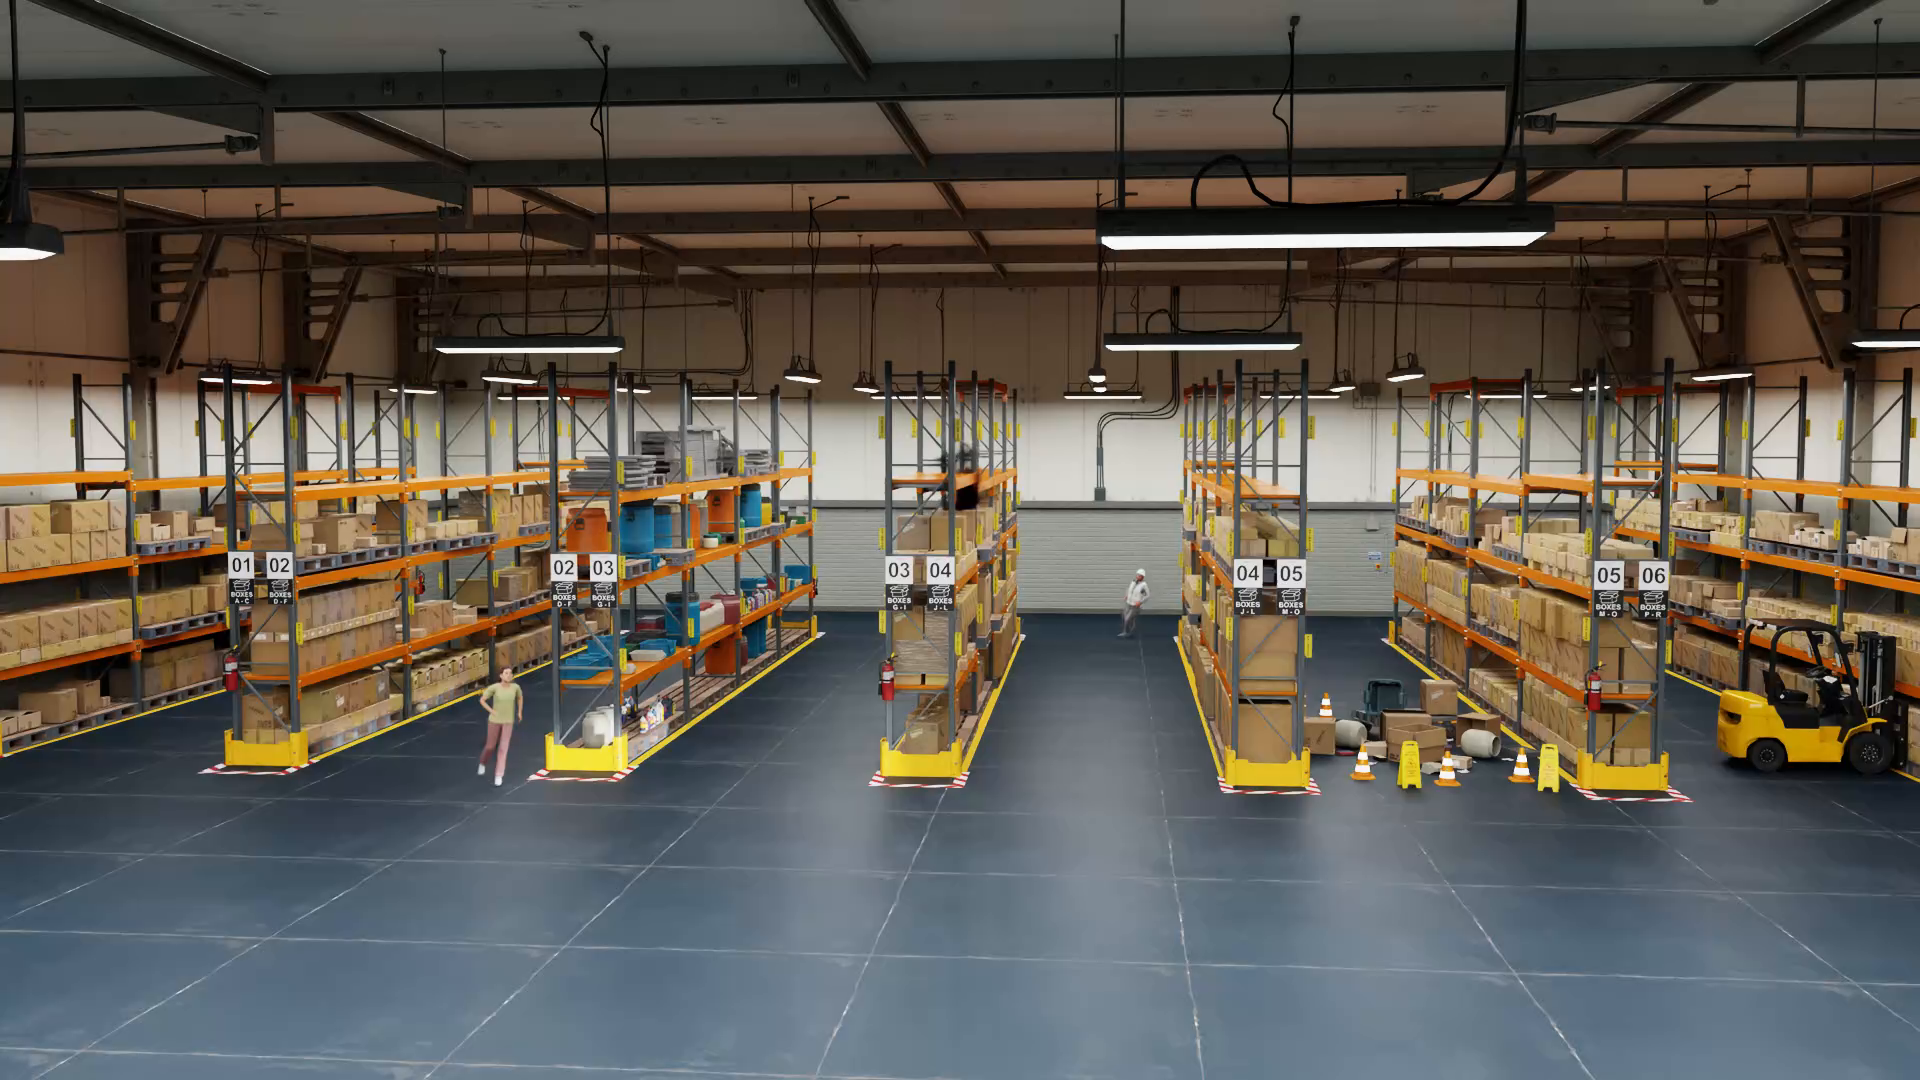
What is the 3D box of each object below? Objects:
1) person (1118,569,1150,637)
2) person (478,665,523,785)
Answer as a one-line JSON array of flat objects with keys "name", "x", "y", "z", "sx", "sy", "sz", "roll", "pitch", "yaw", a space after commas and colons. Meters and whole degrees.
[{"name": "person", "x": 4.270, "y": 1.527, "z": 40.214, "sx": 0.801, "sy": 1.670, "sz": 0.666, "roll": 3, "pitch": 5, "yaw": 37}, {"name": "person", "x": -6.520, "y": 2.605, "z": 23.734, "sx": 0.637, "sy": 1.634, "sz": 0.954, "roll": -2, "pitch": 4, "yaw": -25}]
